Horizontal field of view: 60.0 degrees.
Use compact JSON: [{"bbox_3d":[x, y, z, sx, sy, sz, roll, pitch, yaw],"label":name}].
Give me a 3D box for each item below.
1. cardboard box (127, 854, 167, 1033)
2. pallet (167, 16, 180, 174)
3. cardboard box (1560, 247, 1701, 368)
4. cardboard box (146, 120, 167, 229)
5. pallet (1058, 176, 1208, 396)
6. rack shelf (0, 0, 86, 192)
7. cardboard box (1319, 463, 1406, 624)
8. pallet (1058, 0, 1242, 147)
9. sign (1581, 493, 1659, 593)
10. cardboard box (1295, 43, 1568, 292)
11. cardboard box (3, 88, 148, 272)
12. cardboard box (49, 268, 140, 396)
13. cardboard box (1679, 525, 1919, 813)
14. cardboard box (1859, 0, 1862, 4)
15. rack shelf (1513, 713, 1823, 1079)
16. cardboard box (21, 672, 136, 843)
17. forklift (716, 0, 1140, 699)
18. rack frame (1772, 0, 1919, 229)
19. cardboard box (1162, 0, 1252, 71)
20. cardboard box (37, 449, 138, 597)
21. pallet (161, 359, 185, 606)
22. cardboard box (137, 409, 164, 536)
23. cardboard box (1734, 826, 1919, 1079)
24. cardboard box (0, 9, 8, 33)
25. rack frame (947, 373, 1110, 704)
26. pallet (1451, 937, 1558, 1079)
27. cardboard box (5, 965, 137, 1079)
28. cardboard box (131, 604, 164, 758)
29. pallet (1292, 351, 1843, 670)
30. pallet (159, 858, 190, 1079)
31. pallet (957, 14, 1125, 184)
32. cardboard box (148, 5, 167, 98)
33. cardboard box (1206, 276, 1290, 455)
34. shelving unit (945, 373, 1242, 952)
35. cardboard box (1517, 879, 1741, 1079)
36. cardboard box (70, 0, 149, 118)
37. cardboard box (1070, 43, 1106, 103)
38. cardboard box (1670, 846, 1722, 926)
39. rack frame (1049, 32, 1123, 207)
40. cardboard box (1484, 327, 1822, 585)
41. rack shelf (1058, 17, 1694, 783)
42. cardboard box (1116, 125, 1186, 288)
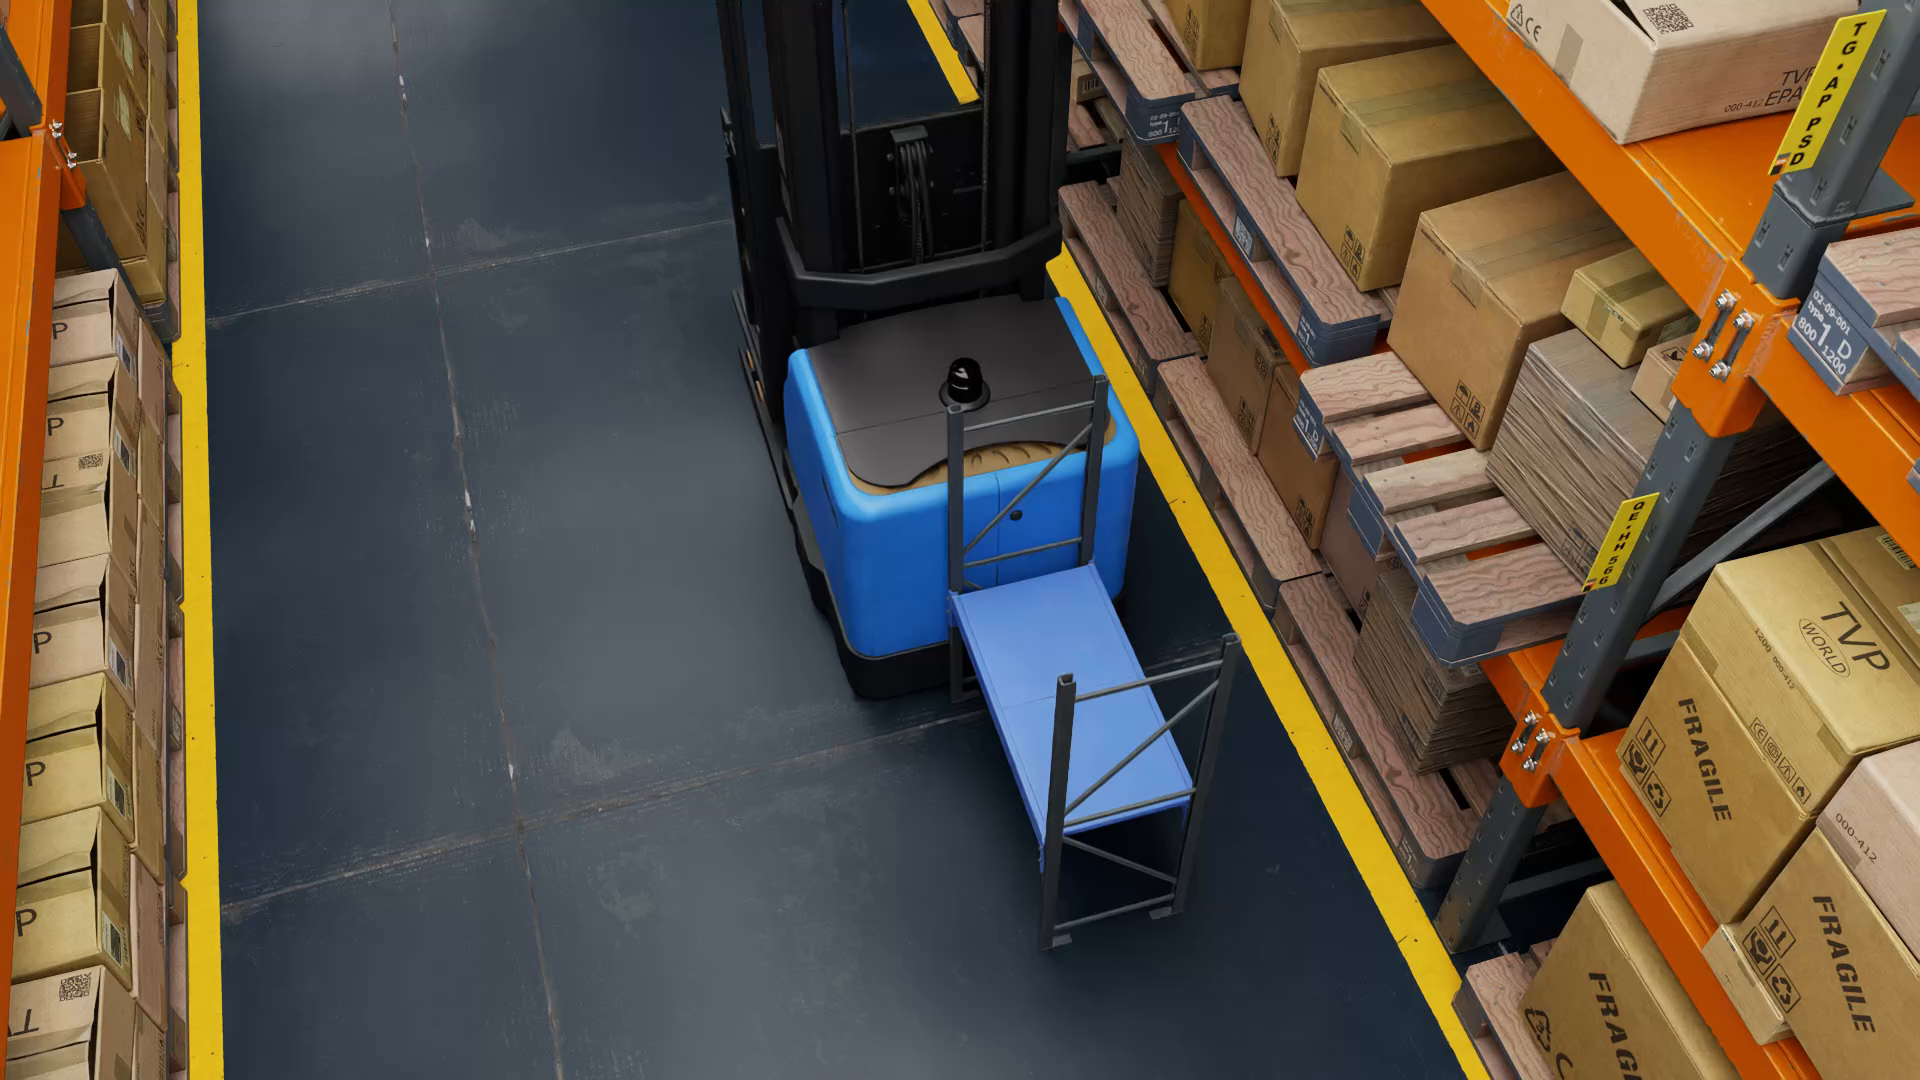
[{"bbox_3d":[-2.704,1.285,5.018,0.500,0.250,0.500,-15,51,-12],"label":"cardboard box"},{"bbox_3d":[-4.423,-2.156,8.219,1.003,0.211,1.213,-13,51,-11],"label":"pallet"},{"bbox_3d":[1.811,-0.633,4.334,0.380,0.149,0.250,-21,53,-17],"label":"cardboard box"},{"bbox_3d":[-3.854,-1.594,7.446,0.500,0.250,0.500,-13,51,-11],"label":"cardboard box"},{"bbox_3d":[1.099,-1.227,7.436,1.003,0.211,1.213,-13,51,-11],"label":"pallet"},{"bbox_3d":[-4.455,-2.801,7.409,1.077,0.370,4.000,-13,51,-11],"label":"rack shelf"},{"bbox_3d":[1.747,-0.026,5.947,0.700,0.500,0.500,-13,51,-11],"label":"cardboard box"},{"bbox_3d":[0.955,-2.042,6.424,1.003,0.211,1.213,-13,51,-11],"label":"pallet"},{"bbox_3d":[1.535,0.009,3.865,0.100,0.325,0.005,-13,51,-11],"label":"sign"},{"bbox_3d":[1.512,-1.193,5.230,0.700,0.500,0.500,-13,51,-11],"label":"cardboard box"},{"bbox_3d":[-3.701,-1.472,6.852,0.500,0.500,0.500,-13,51,-11],"label":"cardboard box"},{"bbox_3d":[-3.470,-0.771,6.384,0.500,0.311,0.500,-13,51,-11],"label":"cardboard box"},{"bbox_3d":[1.947,0.262,3.594,0.500,0.250,0.500,-12,51,-10],"label":"cardboard box"},{"bbox_3d":[2.057,-1.356,3.681,0.500,0.500,0.500,-13,51,-11],"label":"cardboard box"},{"bbox_3d":[2.642,1.920,3.430,1.077,0.370,4.000,-13,51,-11],"label":"rack shelf"},{"bbox_3d":[-2.867,0.716,5.131,0.500,0.311,0.500,-15,51,-12],"label":"cardboard box"},{"bbox_3d":[-0.302,-1.533,5.915,1.130,2.935,3.031,-13,51,-11],"label":"forklift"},{"bbox_3d":[2.051,-1.707,2.093,1.000,3.000,0.127,-13,51,-11],"label":"rack frame"},{"bbox_3d":[1.144,-2.079,5.978,0.700,0.500,0.500,-9,50,-7],"label":"cardboard box"},{"bbox_3d":[-3.165,-0.027,5.758,0.500,0.311,0.500,-13,51,-11],"label":"cardboard box"},{"bbox_3d":[-3.608,-0.144,6.523,1.003,0.211,1.213,-13,51,-11],"label":"pallet"},{"bbox_3d":[-3.316,-0.214,6.282,0.500,0.250,0.500,-14,51,-12],"label":"cardboard box"},{"bbox_3d":[2.096,0.890,3.555,0.500,0.500,0.500,-12,51,-10],"label":"cardboard box"},{"bbox_3d":[-4.001,-1.927,6.137,0.700,0.500,0.500,-15,51,-12],"label":"cardboard box"},{"bbox_3d":[0.205,0.046,5.520,0.500,1.500,0.032,-13,51,-11],"label":"rack frame"},{"bbox_3d":[2.212,1.719,4.953,1.003,0.211,1.213,-13,51,-11],"label":"pallet"},{"bbox_3d":[-2.555,1.471,4.495,0.500,0.311,0.500,-12,51,-10],"label":"cardboard box"},{"bbox_3d":[-3.015,0.532,5.653,0.500,0.250,0.500,-12,51,-10],"label":"cardboard box"},{"bbox_3d":[1.738,-0.208,4.878,1.213,0.211,1.003,-13,51,-11],"label":"pallet"},{"bbox_3d":[-2.887,1.638,5.020,1.003,0.211,1.213,-13,51,-11],"label":"pallet"},{"bbox_3d":[0.635,-2.278,8.322,1.003,0.211,1.213,-13,51,-11],"label":"pallet"},{"bbox_3d":[-4.150,-2.325,8.061,0.500,0.250,0.500,-13,51,-11],"label":"cardboard box"},{"bbox_3d":[1.414,-0.749,6.556,0.700,0.500,0.500,-13,51,-11],"label":"cardboard box"},{"bbox_3d":[0.350,0.418,5.206,0.538,1.500,1.048,-13,51,-11],"label":"shelving unit"},{"bbox_3d":[2.143,1.351,4.570,0.750,0.750,0.750,-14,51,-11],"label":"cardboard box"},{"bbox_3d":[-3.997,-2.202,7.468,0.500,0.500,0.500,-13,51,-11],"label":"cardboard box"},{"bbox_3d":[0.681,-2.307,8.088,0.380,0.166,0.250,-19,53,-16],"label":"cardboard box"},{"bbox_3d":[1.993,0.780,4.071,0.380,0.149,0.250,-13,51,-10],"label":"cardboard box"},{"bbox_3d":[0.868,-2.695,6.849,1.000,3.000,0.127,-13,51,-11],"label":"rack frame"},{"bbox_3d":[1.902,-0.288,4.468,0.700,0.500,0.500,-19,52,-15],"label":"cardboard box"},{"bbox_3d":[1.459,-1.002,5.893,1.077,0.370,4.000,-13,51,-11],"label":"rack shelf"},{"bbox_3d":[1.101,-1.497,7.187,0.700,0.500,0.500,-12,51,-10],"label":"cardboard box"}]
